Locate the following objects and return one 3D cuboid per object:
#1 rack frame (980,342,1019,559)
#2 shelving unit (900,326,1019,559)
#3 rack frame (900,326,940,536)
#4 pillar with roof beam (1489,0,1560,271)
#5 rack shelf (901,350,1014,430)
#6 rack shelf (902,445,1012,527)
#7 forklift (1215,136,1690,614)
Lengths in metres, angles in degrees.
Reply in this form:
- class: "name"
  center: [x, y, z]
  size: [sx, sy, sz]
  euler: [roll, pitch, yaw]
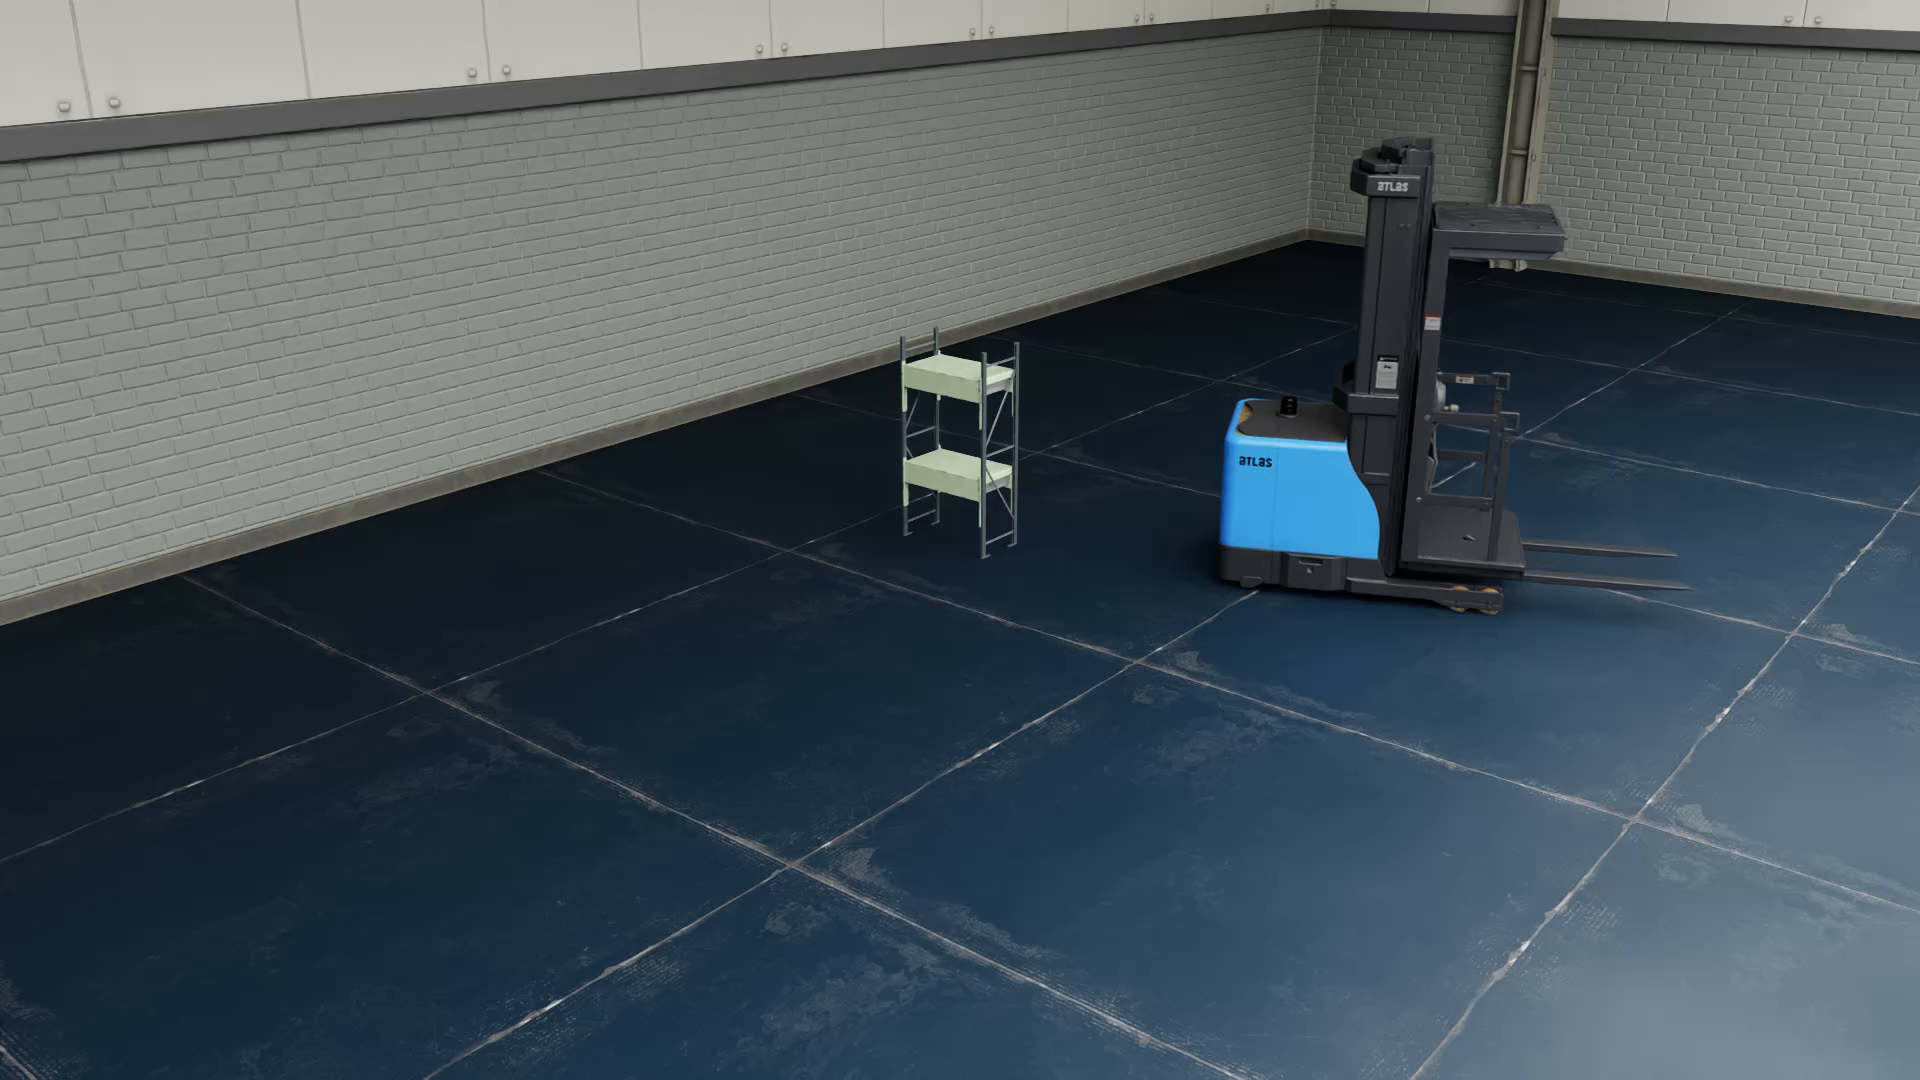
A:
- class: "rack frame"
  center: [0.278, -0.622, 11.691]
  size: [0.023, 1.500, 0.400]
  euler: [16, 26, 36]
- class: "shelving unit"
  center: [-0.005, -0.703, 11.907]
  size: [0.755, 1.500, 0.431]
  euler: [16, 26, 36]
- class: "rack frame"
  center: [-0.289, -0.785, 12.124]
  size: [0.023, 1.500, 0.400]
  euler: [16, 26, 36]
- class: "pillar with roof beam"
  center: [4.371, -6.558, 16.806]
  size: [0.400, 9.000, 9.100]
  euler: [16, 26, 36]
- class: "rack shelf"
  center: [-0.005, -1.068, 11.770]
  size: [0.720, 0.370, 0.431]
  euler: [16, 26, 36]
- class: "rack shelf"
  center: [-0.005, -0.398, 12.023]
  size: [0.720, 0.370, 0.431]
  euler: [16, 26, 36]
- class: "forklift"
  center: [3.312, -1.092, 10.910]
  size: [3.031, 2.935, 1.130]
  euler: [5, 21, 13]
